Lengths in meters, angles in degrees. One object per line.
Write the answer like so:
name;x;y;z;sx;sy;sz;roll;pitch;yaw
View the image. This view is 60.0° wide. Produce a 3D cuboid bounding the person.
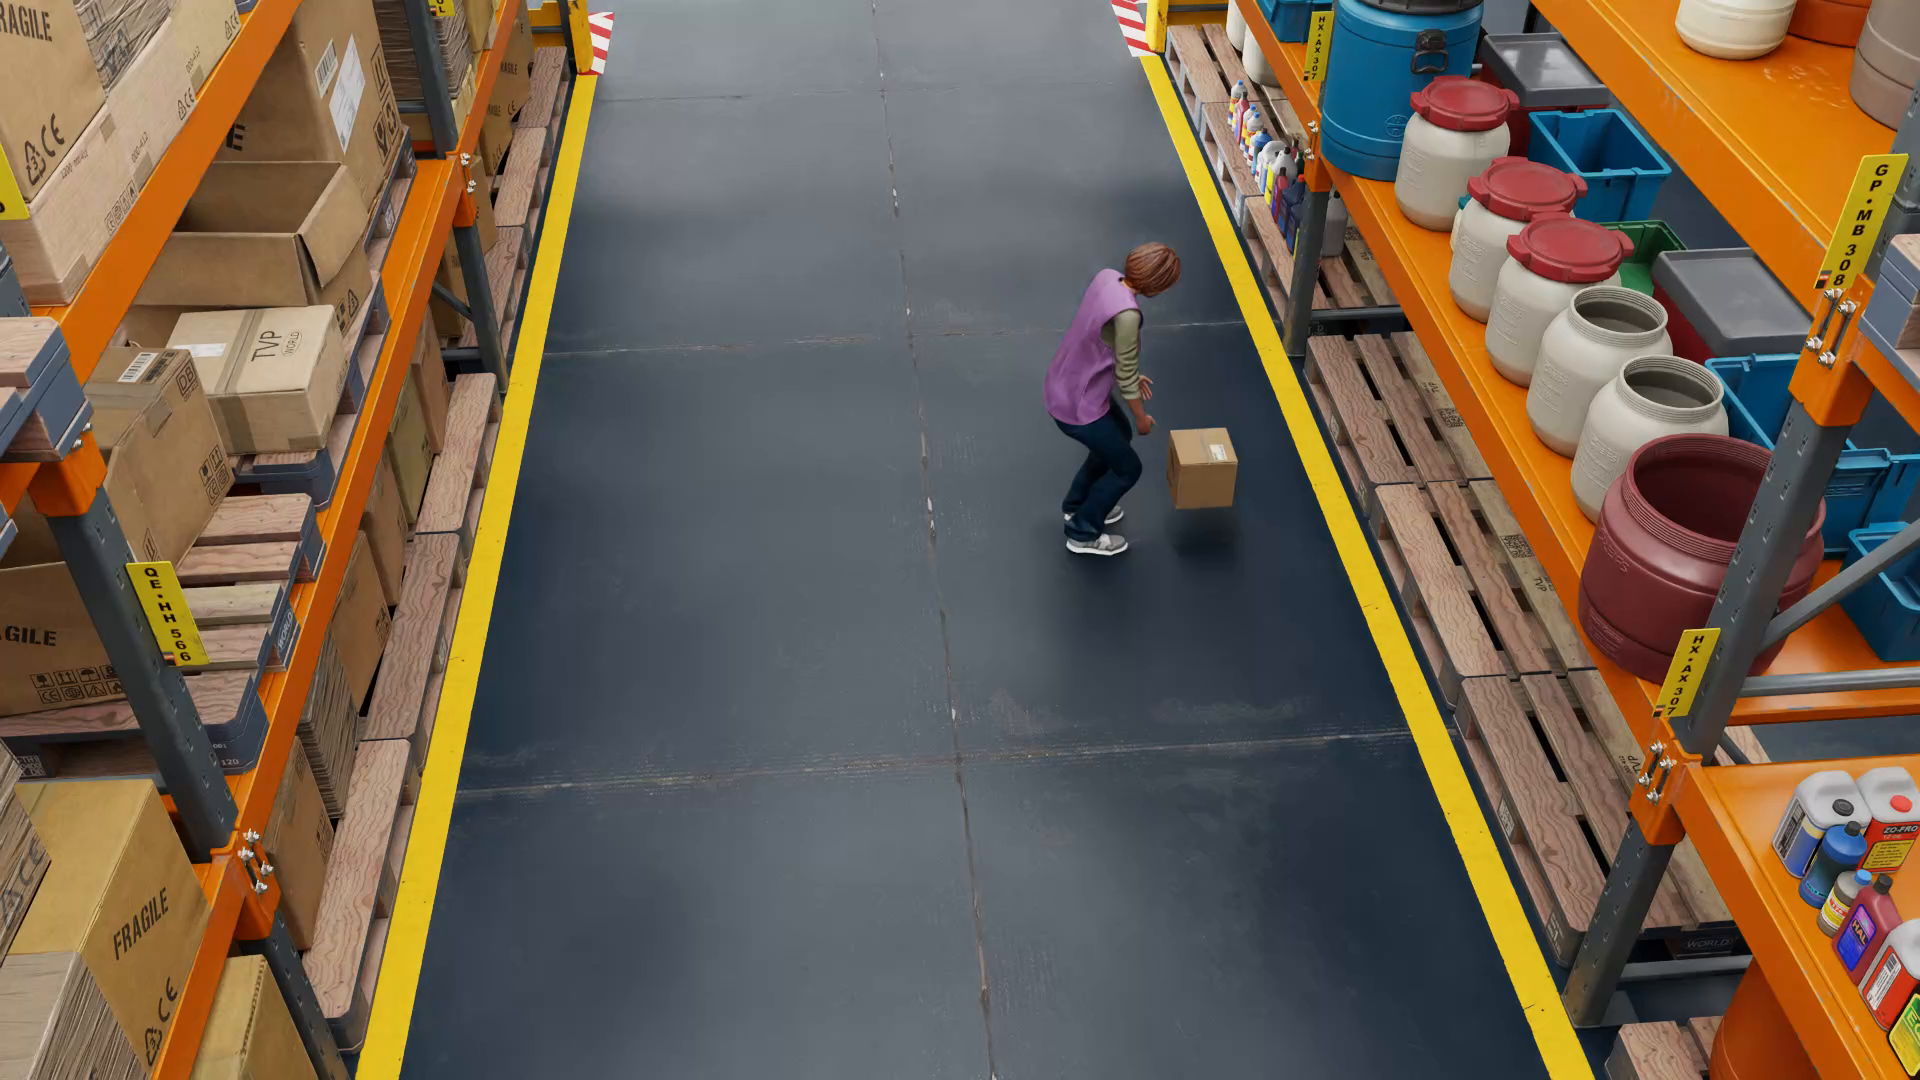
person;0.614;-0.597;7.024;0.540;1.429;0.454;-3;40;-3
